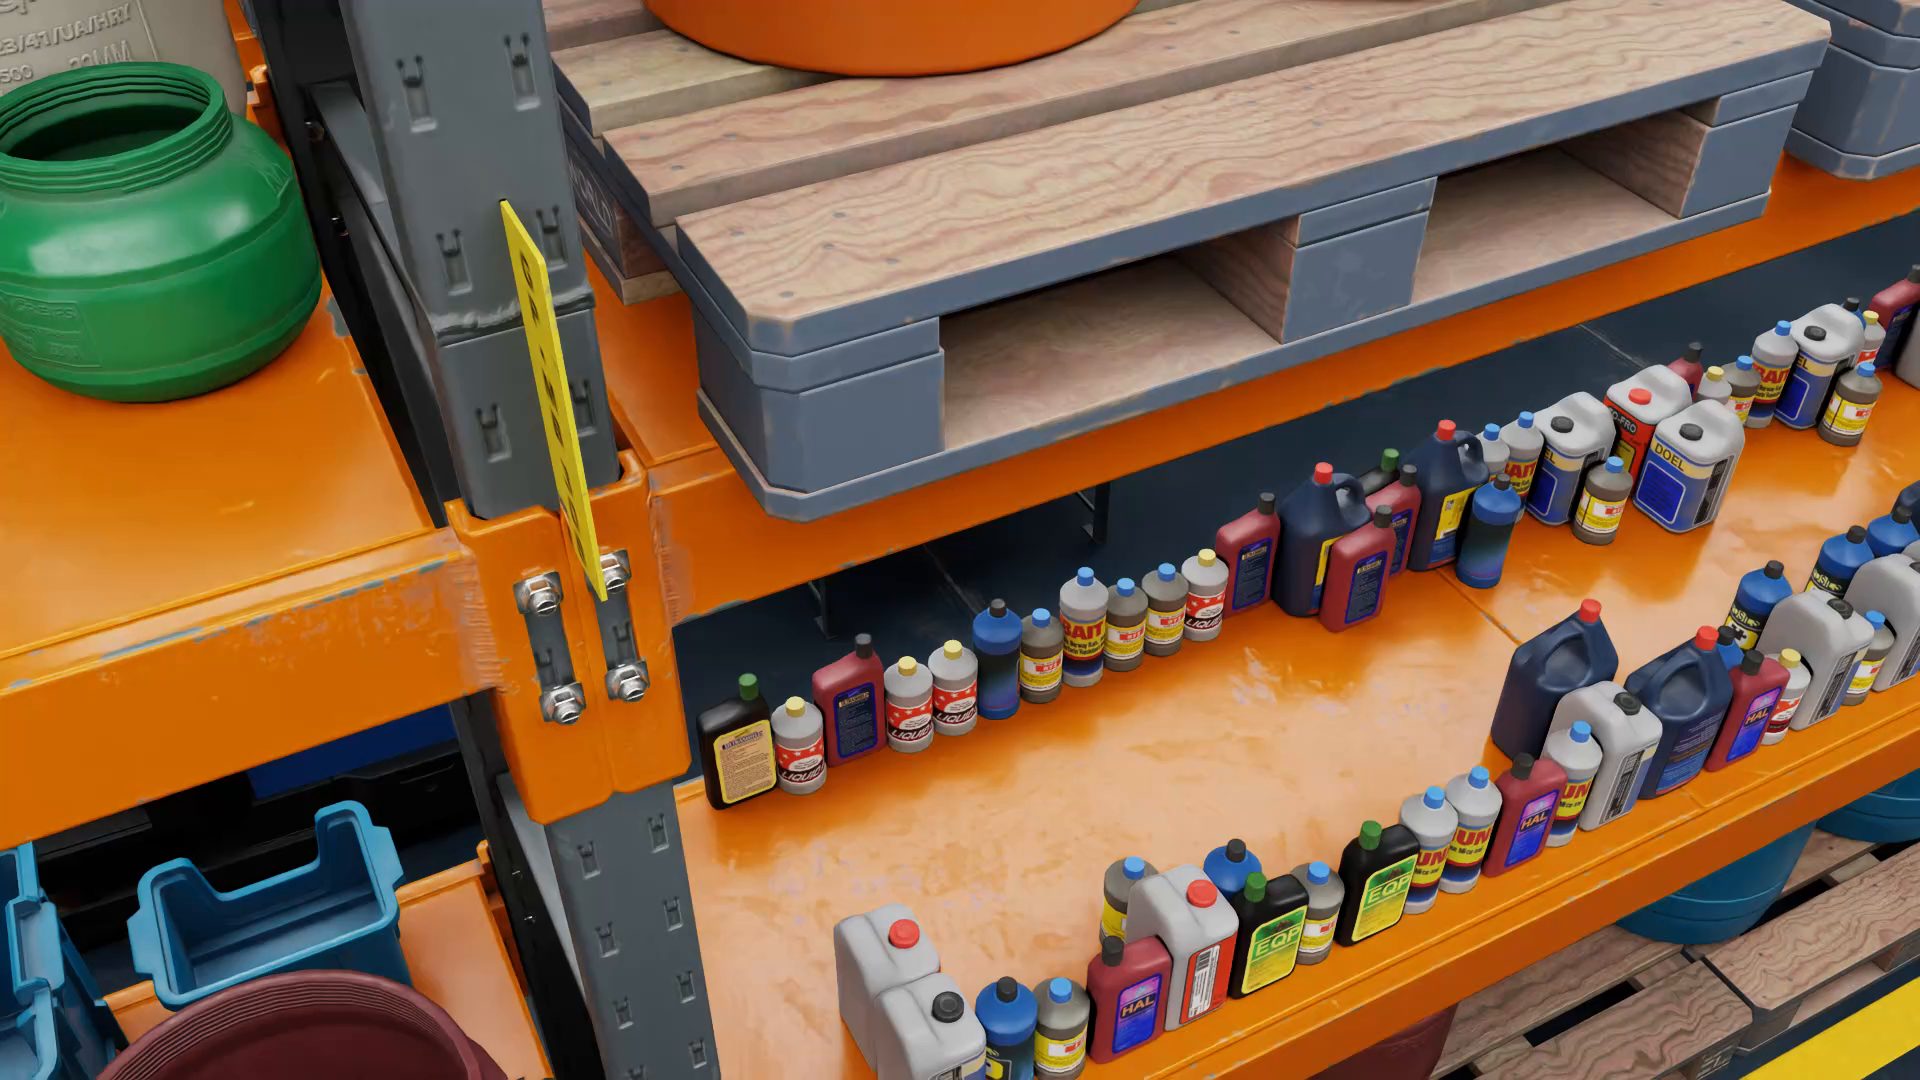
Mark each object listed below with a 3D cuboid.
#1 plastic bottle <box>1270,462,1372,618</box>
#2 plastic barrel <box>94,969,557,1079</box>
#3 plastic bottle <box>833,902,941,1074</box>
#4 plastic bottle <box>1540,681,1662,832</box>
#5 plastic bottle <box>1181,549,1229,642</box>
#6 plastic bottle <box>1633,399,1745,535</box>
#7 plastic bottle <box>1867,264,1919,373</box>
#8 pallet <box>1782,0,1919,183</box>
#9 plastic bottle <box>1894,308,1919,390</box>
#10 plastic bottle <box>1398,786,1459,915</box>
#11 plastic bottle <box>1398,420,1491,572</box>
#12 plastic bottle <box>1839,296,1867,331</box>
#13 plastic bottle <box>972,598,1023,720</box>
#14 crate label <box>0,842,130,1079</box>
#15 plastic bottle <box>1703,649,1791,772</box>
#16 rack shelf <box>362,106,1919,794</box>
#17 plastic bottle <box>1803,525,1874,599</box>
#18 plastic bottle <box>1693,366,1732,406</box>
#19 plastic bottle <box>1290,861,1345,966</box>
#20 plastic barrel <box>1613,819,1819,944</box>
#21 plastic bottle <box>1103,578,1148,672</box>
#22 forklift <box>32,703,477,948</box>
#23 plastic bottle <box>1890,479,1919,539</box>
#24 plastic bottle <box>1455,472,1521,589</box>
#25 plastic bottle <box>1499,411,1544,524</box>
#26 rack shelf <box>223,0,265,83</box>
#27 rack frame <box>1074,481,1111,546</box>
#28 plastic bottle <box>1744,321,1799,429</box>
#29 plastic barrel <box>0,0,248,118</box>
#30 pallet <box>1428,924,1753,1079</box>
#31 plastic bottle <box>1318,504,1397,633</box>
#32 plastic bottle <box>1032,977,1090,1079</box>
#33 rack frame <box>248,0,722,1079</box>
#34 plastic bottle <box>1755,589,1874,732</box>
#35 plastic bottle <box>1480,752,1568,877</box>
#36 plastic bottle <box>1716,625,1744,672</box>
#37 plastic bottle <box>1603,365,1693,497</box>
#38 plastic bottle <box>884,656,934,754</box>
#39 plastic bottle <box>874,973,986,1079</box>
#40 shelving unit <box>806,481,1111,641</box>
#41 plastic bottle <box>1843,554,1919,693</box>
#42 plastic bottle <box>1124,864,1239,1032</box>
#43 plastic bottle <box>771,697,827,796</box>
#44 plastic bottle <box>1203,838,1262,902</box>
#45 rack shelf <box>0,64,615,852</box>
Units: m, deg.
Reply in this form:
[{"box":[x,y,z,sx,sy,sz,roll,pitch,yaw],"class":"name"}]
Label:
[{"box":[0.759,-0.020,3.490,0.185,0.351,0.144,-19,44,-21],"class":"plastic bottle"},{"box":[-0.849,0.952,2.199,0.708,0.536,0.600,-19,44,-21],"class":"plastic barrel"},{"box":[-0.114,0.708,2.688,0.135,0.276,0.152,-19,44,-21],"class":"plastic bottle"},{"box":[1.186,0.381,3.074,0.135,0.276,0.152,-19,44,-21],"class":"plastic bottle"},{"box":[0.504,0.106,3.457,0.097,0.201,0.097,0,40,0],"class":"plastic bottle"},{"box":[1.633,-0.172,3.727,0.135,0.276,0.152,-19,44,-21],"class":"plastic bottle"},{"box":[2.330,-0.553,4.172,0.133,0.283,0.061,-19,44,-21],"class":"plastic bottle"},{"box":[1.316,-0.945,2.369,1.213,0.211,1.003,-19,44,-21],"class":"pallet"},{"box":[2.473,-0.552,4.119,0.185,0.351,0.144,-19,44,-21],"class":"plastic bottle"},{"box":[0.805,0.531,2.901,0.097,0.271,0.097,0,40,0],"class":"plastic bottle"},{"box":[1.041,-0.115,3.602,0.185,0.351,0.144,-19,44,-21],"class":"plastic bottle"},{"box":[2.150,-0.474,4.088,0.097,0.271,0.097,0,40,0],"class":"plastic bottle"},{"box":[0.073,0.224,3.263,0.097,0.271,0.097,0,40,0],"class":"plastic bottle"},{"box":[-1.583,0.819,2.433,0.616,0.435,0.502,-19,44,-21],"class":"crate label"},{"box":[1.490,0.309,3.153,0.133,0.283,0.061,-19,44,-21],"class":"plastic bottle"},{"box":[1.197,-0.776,2.580,4.000,0.370,1.077,-19,44,-21],"class":"rack shelf"},{"box":[1.806,0.083,3.429,0.097,0.271,0.097,0,40,0],"class":"plastic bottle"},{"box":[1.771,-0.320,3.961,0.097,0.201,0.097,0,40,0],"class":"plastic bottle"},{"box":[0.600,0.627,2.842,0.097,0.201,0.097,0,40,0],"class":"plastic bottle"},{"box":[1.852,0.502,4.134,0.708,0.901,0.600,-19,44,-21],"class":"plastic barrel"},{"box":[0.332,0.164,3.388,0.097,0.201,0.097,0,40,0],"class":"plastic bottle"},{"box":[-2.506,-0.362,3.909,3.031,2.935,1.130,-17,43,-19],"class":"forklift"},{"box":[2.076,-0.049,3.524,0.185,0.351,0.144,-19,44,-21],"class":"plastic bottle"},{"box":[1.136,-0.028,3.561,0.097,0.271,0.097,0,40,0],"class":"plastic bottle"},{"box":[1.242,-0.169,3.727,0.097,0.271,0.097,0,40,0],"class":"plastic bottle"},{"box":[-1.088,-2.470,6.904,4.000,0.370,1.077,-19,44,-21],"class":"rack shelf"},{"box":[0.375,-0.699,5.415,0.032,1.500,0.500,-19,44,-21],"class":"rack frame"},{"box":[1.944,-0.405,4.007,0.097,0.271,0.097,0,40,0],"class":"plastic bottle"},{"box":[-0.994,-0.579,1.704,0.421,0.512,0.421,0,40,0],"class":"plastic barrel"},{"box":[1.183,1.135,4.246,1.213,0.211,1.003,-19,44,-21],"class":"pallet"},{"box":[0.829,0.057,3.451,0.133,0.283,0.061,-19,44,-21],"class":"plastic bottle"},{"box":[0.158,0.775,2.666,0.097,0.201,0.097,0,40,0],"class":"plastic bottle"},{"box":[-0.577,0.691,2.611,0.127,3.000,1.000,-19,44,-21],"class":"rack frame"},{"box":[1.674,0.217,3.268,0.135,0.276,0.152,-19,44,-21],"class":"plastic bottle"},{"box":[1.002,0.473,2.959,0.133,0.283,0.061,-19,44,-21],"class":"plastic bottle"},{"box":[1.437,0.274,3.204,0.097,0.271,0.097,0,40,0],"class":"plastic bottle"},{"box":[1.563,-0.259,3.830,0.135,0.276,0.152,-19,44,-21],"class":"plastic bottle"},{"box":[-0.100,0.309,3.217,0.097,0.201,0.097,0,40,0],"class":"plastic bottle"},{"box":[-0.044,0.795,2.585,0.135,0.276,0.152,-19,44,-21],"class":"plastic bottle"},{"box":[-0.076,-0.547,5.235,1.048,1.500,0.538,-19,44,-21],"class":"shelving unit"},{"box":[1.880,0.148,3.350,0.135,0.276,0.152,-19,44,-21],"class":"plastic bottle"},{"box":[0.366,0.657,2.748,0.135,0.276,0.152,-19,44,-21],"class":"plastic bottle"},{"box":[-0.305,0.378,3.135,0.097,0.201,0.097,0,40,0],"class":"plastic bottle"},{"box":[0.454,0.605,2.813,0.097,0.271,0.097,0,40,0],"class":"plastic bottle"},{"box":[-2.351,0.418,1.170,4.000,0.370,1.077,-19,44,-21],"class":"rack shelf"}]
